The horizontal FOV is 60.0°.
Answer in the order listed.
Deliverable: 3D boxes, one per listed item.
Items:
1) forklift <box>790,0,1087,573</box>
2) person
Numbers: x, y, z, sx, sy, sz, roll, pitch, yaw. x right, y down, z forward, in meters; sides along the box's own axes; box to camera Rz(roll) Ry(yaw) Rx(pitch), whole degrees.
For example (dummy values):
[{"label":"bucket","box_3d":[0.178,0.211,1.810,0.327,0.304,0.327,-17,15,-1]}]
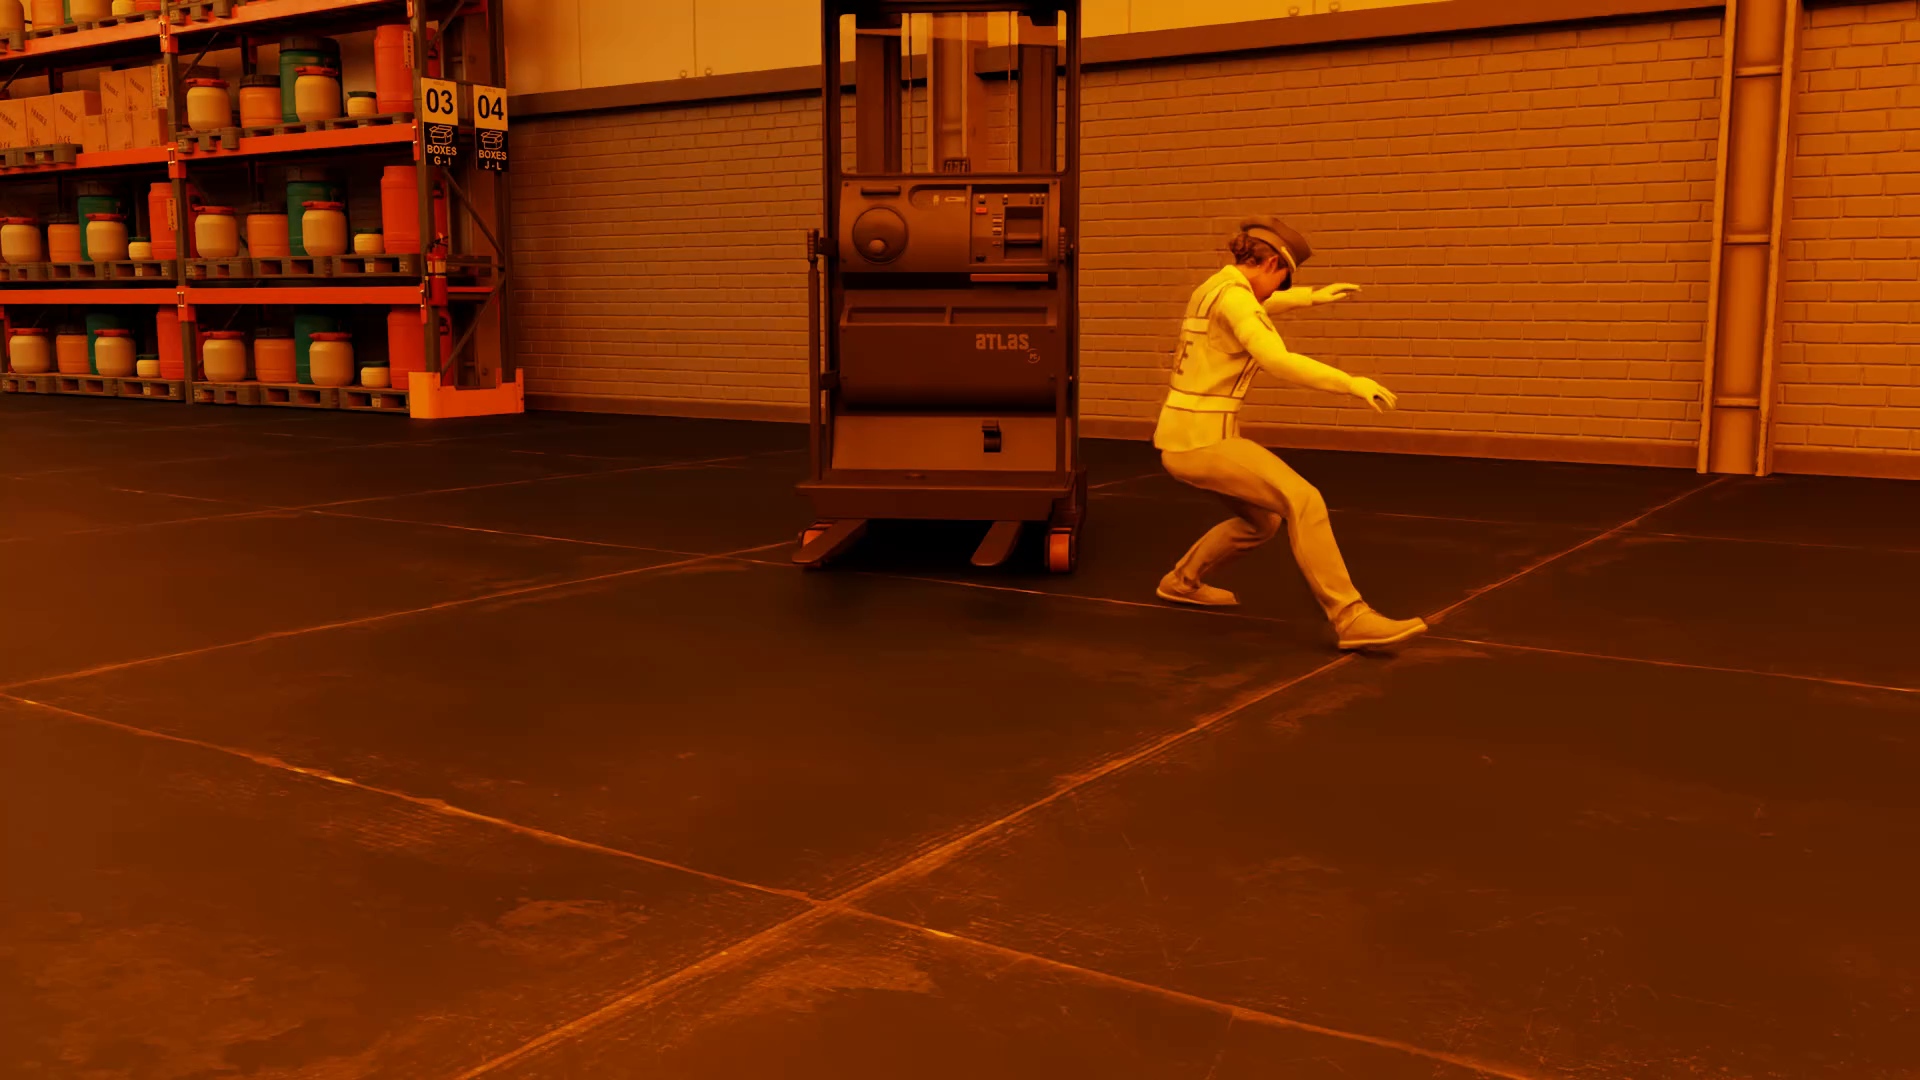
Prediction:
[{"label":"forklift","box_3d":[-0.064,-1.366,6.796,1.130,2.935,3.031,1,8,6]},{"label":"person","box_3d":[1.067,-0.370,5.465,0.876,1.381,1.003,2,8,11]}]
